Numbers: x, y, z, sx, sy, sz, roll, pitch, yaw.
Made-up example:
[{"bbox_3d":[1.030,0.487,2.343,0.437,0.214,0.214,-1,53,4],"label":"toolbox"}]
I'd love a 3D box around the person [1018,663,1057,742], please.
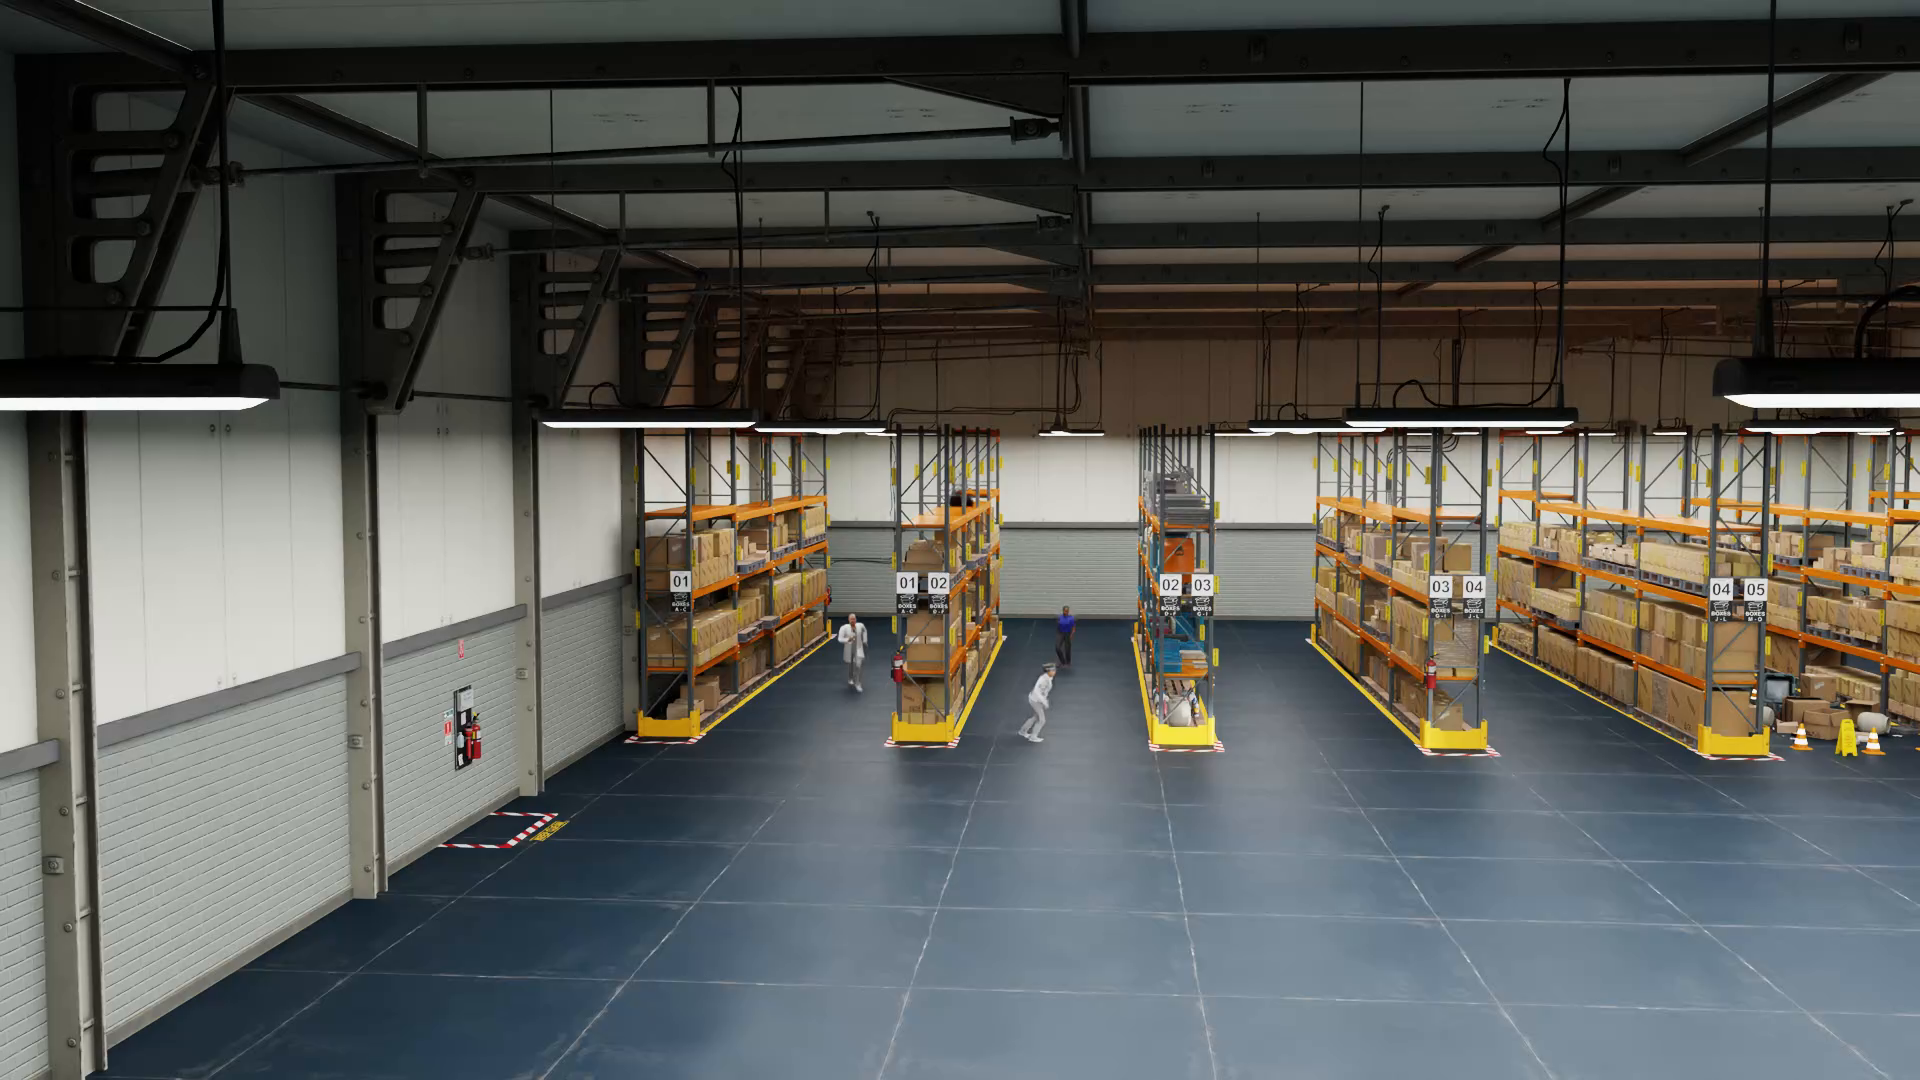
[{"bbox_3d":[1.453,3.053,31.399,0.824,1.521,0.610,1,4,19],"label":"person"}]

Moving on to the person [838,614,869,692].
[{"bbox_3d":[-2.435,2.544,37.945,0.702,1.760,1.061,0,3,-6],"label":"person"}]

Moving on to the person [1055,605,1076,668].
[{"bbox_3d":[2.640,2.397,41.314,0.560,1.593,0.741,1,4,17],"label":"person"}]
